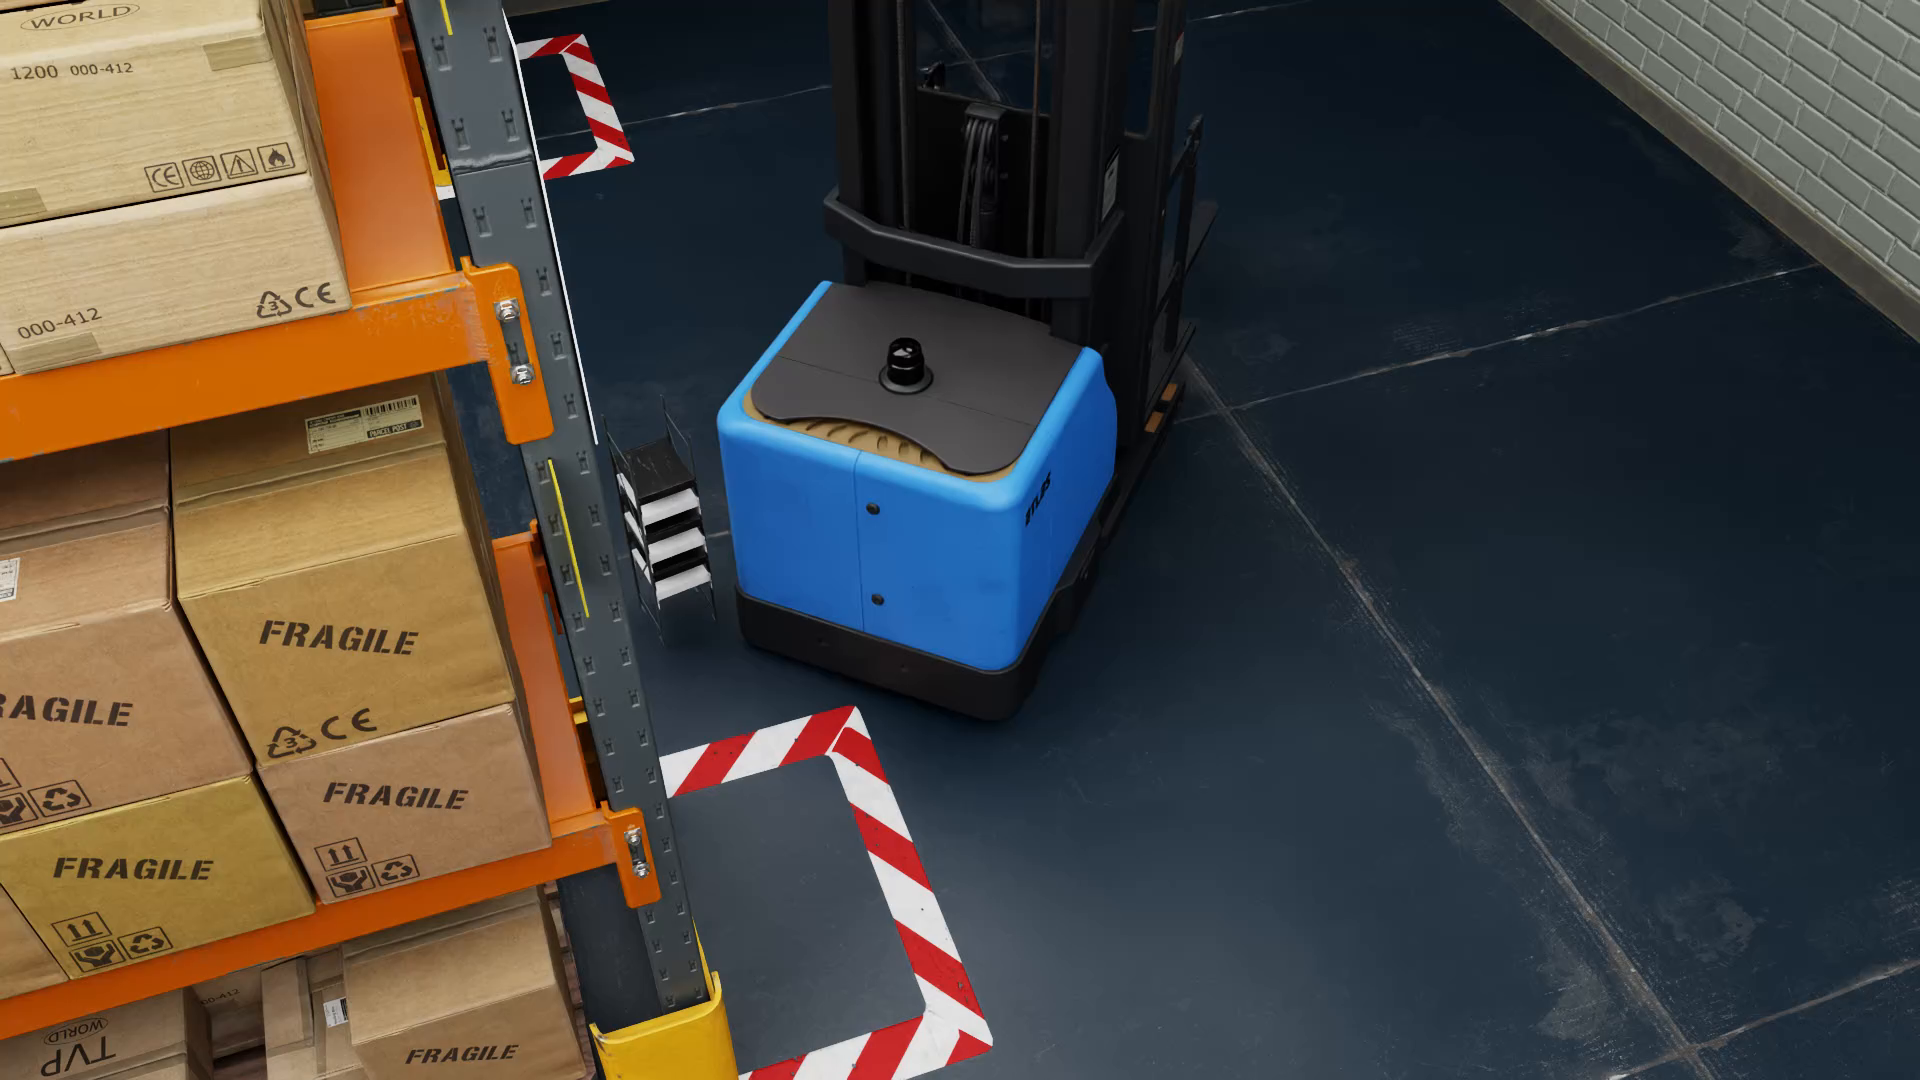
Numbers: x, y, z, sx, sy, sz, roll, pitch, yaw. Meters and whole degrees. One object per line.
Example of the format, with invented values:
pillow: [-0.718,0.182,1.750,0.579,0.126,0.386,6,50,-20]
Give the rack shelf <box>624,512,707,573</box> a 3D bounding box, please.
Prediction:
rack shelf: [-1.011,-0.026,5.688,0.200,0.077,0.258,-22,49,-20]

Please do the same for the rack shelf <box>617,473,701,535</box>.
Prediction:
rack shelf: [-1.011,-0.153,5.560,0.200,0.077,0.258,-22,49,-20]

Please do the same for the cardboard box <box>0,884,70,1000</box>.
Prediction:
cardboard box: [-2.183,0.644,3.420,0.500,0.500,0.500,-14,47,-14]

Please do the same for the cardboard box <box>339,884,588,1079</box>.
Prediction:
cardboard box: [-1.324,1.169,4.422,0.500,0.500,0.500,-14,47,-14]

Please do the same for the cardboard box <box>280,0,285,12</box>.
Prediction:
cardboard box: [-1.468,-1.086,2.849,0.500,0.250,0.500,-14,47,-14]

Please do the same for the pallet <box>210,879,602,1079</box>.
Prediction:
pallet: [-1.717,1.342,4.764,1.213,0.211,1.003,-14,47,-14]

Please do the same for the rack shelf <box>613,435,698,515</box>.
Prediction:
rack shelf: [-1.011,-0.217,5.497,0.200,0.077,0.258,-22,49,-20]

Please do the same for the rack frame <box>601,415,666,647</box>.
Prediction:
rack frame: [-1.099,-0.014,5.629,0.006,0.900,0.240,-22,49,-20]

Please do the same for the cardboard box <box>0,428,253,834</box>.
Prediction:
cardboard box: [-1.696,0.171,3.186,0.500,0.500,0.500,-13,47,-13]

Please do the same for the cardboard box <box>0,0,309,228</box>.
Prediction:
cardboard box: [-1.293,-0.742,2.507,0.500,0.250,0.500,-14,47,-14]

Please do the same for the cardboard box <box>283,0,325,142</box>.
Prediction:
cardboard box: [-1.465,-0.905,3.022,0.500,0.250,0.500,-14,47,-14]

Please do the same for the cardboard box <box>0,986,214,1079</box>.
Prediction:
cardboard box: [-2.227,1.465,4.302,0.500,0.250,0.500,-14,47,-14]

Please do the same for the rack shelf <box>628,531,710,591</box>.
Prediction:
rack shelf: [-1.011,0.037,5.752,0.200,0.077,0.258,-22,49,-20]

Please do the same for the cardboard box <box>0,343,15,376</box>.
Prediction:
cardboard box: [-1.764,-0.447,2.566,0.500,0.250,0.500,-14,47,-14]

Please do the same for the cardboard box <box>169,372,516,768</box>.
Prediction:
cardboard box: [-1.221,0.049,3.307,0.500,0.500,0.500,-15,47,-14]

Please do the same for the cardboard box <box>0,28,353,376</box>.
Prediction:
cardboard box: [-1.290,-0.560,2.679,0.500,0.250,0.500,-14,47,-14]

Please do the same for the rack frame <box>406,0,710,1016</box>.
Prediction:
rack frame: [-0.896,0.147,3.986,0.127,3.000,1.000,-14,47,-14]

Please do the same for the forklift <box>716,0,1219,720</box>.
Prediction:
forklift: [0.262,-1.491,5.667,1.130,2.935,3.031,16,47,16]

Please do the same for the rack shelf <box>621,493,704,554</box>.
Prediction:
rack shelf: [-1.011,-0.090,5.624,0.200,0.077,0.258,-22,49,-20]

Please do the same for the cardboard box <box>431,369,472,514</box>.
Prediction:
cardboard box: [-1.403,-0.311,3.665,0.500,0.500,0.500,-13,47,-13]

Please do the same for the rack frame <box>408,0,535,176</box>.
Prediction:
rack frame: [-0.896,-1.971,1.861,0.127,3.000,1.000,-14,47,-14]

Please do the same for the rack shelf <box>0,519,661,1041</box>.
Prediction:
rack shelf: [-2.777,0.882,3.762,4.000,0.370,1.077,-14,47,-14]

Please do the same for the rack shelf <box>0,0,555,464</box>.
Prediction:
rack shelf: [-2.777,-0.177,2.699,4.000,0.370,1.077,-14,47,-14]

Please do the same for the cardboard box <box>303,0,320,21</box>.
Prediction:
cardboard box: [-3.206,-2.184,7.777,0.500,0.500,0.700,-14,47,-14]

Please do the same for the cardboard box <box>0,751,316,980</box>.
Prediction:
cardboard box: [-1.712,0.527,3.536,0.500,0.500,0.500,-14,47,-14]

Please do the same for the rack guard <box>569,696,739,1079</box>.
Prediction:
rack guard: [-0.967,1.047,4.853,0.348,0.500,1.175,-14,47,-14]

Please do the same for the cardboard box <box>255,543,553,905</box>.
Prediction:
cardboard box: [-1.225,0.400,3.663,0.500,0.500,0.500,-13,47,-13]

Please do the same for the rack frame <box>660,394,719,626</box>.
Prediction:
rack frame: [-0.923,-0.085,5.700,0.006,0.900,0.240,-22,49,-20]

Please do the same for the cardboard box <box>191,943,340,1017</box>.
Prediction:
cardboard box: [-1.974,1.024,4.742,0.500,0.250,0.500,-14,47,-14]

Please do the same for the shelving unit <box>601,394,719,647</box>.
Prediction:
shelving unit: [-1.011,-0.050,5.664,0.210,0.900,0.258,-22,49,-20]

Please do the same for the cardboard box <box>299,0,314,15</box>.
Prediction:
cardboard box: [-3.156,-2.576,7.710,0.250,0.149,0.380,-14,47,-14]

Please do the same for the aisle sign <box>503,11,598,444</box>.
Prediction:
aisle sign: [-0.728,-0.583,2.878,0.004,0.787,0.394,-14,47,-14]

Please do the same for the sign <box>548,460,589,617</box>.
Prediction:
sign: [-0.726,0.001,3.091,0.005,0.325,0.100,-14,47,-14]

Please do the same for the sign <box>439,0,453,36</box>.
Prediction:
sign: [-0.726,-0.850,2.237,0.005,0.325,0.100,-14,47,-14]

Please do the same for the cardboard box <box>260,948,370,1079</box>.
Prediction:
cardboard box: [-1.735,1.324,4.503,0.250,0.166,0.380,-14,47,-14]

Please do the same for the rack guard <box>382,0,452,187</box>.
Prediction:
rack guard: [-2.559,-2.276,8.165,0.348,0.500,1.175,-14,47,-14]

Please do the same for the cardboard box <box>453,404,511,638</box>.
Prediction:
cardboard box: [-1.403,0.042,4.019,0.500,0.500,0.500,-13,47,-13]

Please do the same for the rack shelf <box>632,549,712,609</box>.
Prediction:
rack shelf: [-1.011,0.101,5.815,0.200,0.077,0.258,-22,49,-20]
